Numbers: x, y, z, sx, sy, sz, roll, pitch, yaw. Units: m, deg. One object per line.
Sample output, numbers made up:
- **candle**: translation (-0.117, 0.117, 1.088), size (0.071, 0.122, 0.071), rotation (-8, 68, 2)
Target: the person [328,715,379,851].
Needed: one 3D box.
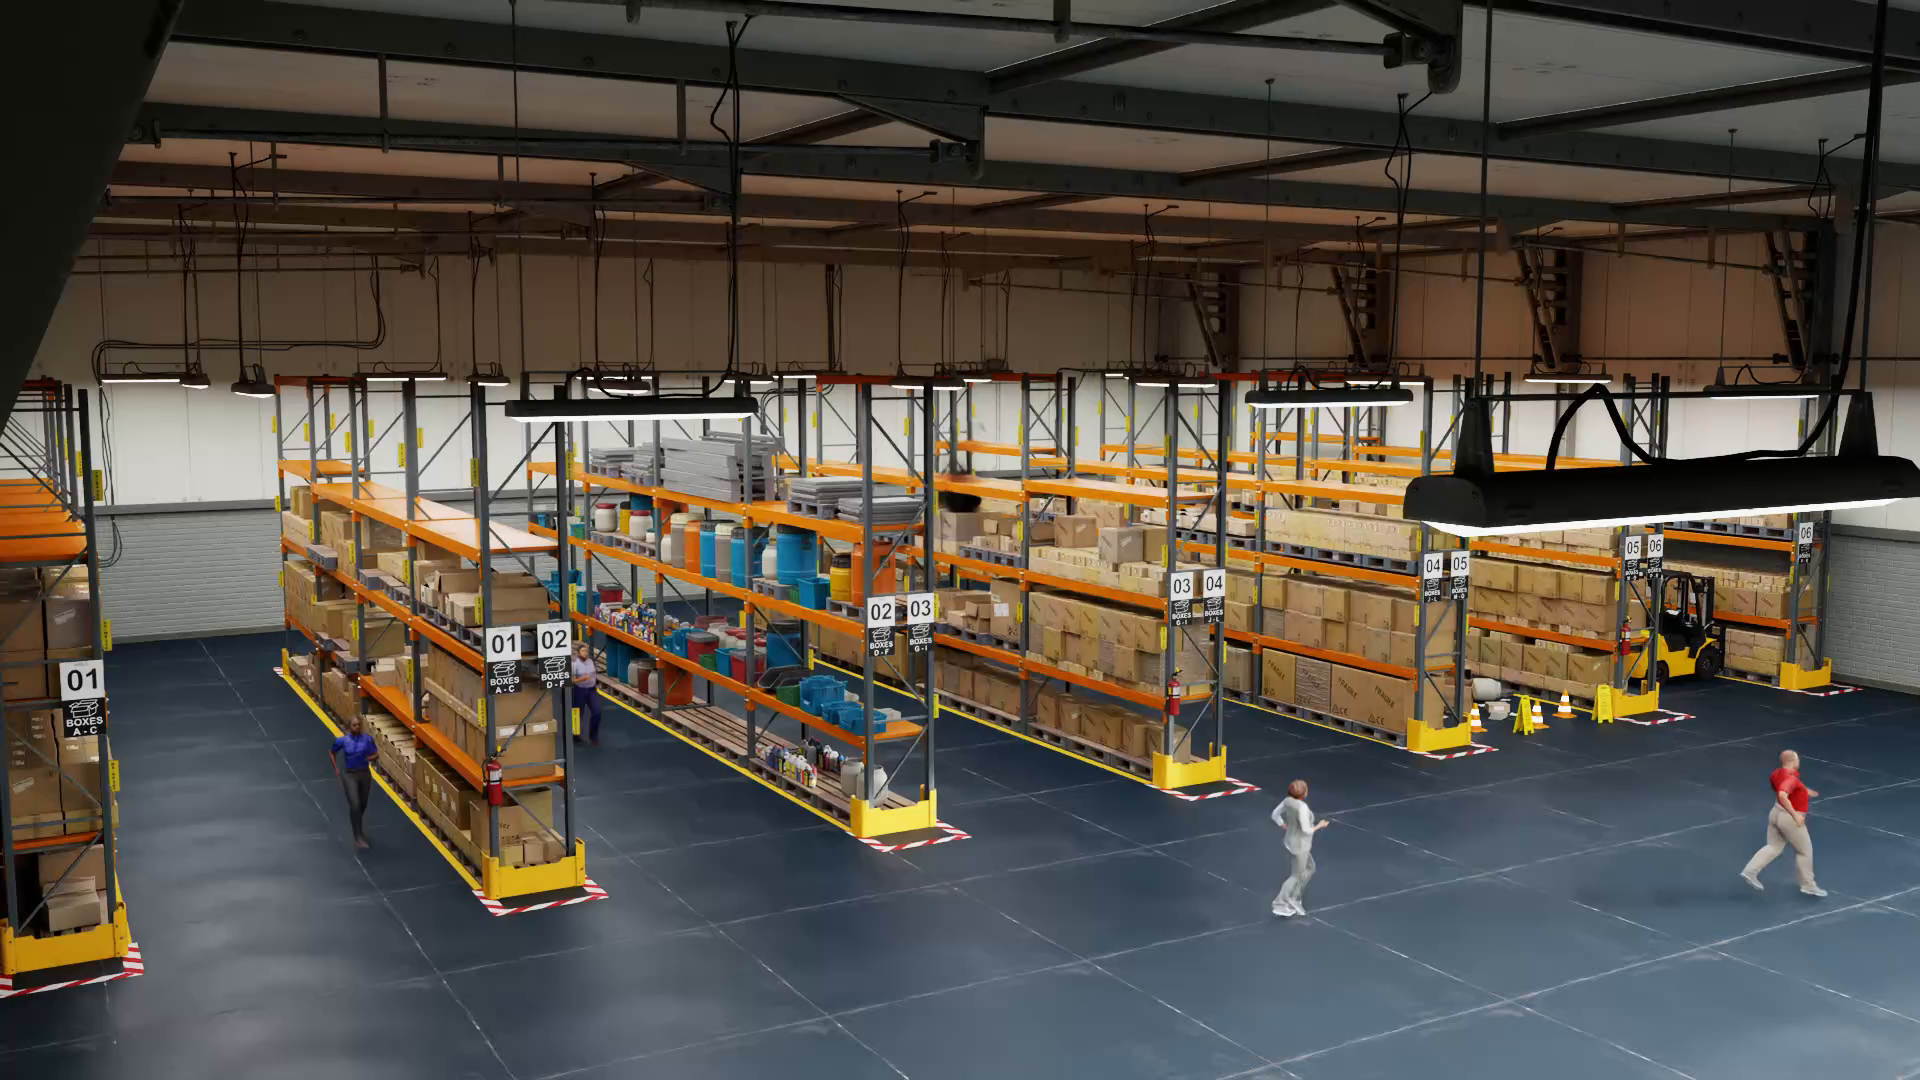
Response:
- **person**: translation (-7.872, 3.122, 21.696), size (0.562, 1.682, 0.867), rotation (-5, 8, -39)

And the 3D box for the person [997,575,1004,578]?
- **person**: translation (0.928, 1.605, 35.774), size (0.605, 1.698, 0.702), rotation (-3, 7, -29)

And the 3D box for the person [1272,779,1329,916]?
- **person**: translation (3.838, 3.486, 18.797), size (0.639, 1.608, 0.517), rotation (-1, 6, -10)

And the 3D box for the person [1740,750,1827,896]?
- **person**: translation (9.715, 3.314, 19.526), size (0.969, 1.721, 0.664), rotation (0, 6, -3)

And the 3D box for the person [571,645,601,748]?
- **person**: translation (-6.132, 2.552, 27.138), size (0.585, 1.700, 0.708), rotation (-5, 8, -38)
